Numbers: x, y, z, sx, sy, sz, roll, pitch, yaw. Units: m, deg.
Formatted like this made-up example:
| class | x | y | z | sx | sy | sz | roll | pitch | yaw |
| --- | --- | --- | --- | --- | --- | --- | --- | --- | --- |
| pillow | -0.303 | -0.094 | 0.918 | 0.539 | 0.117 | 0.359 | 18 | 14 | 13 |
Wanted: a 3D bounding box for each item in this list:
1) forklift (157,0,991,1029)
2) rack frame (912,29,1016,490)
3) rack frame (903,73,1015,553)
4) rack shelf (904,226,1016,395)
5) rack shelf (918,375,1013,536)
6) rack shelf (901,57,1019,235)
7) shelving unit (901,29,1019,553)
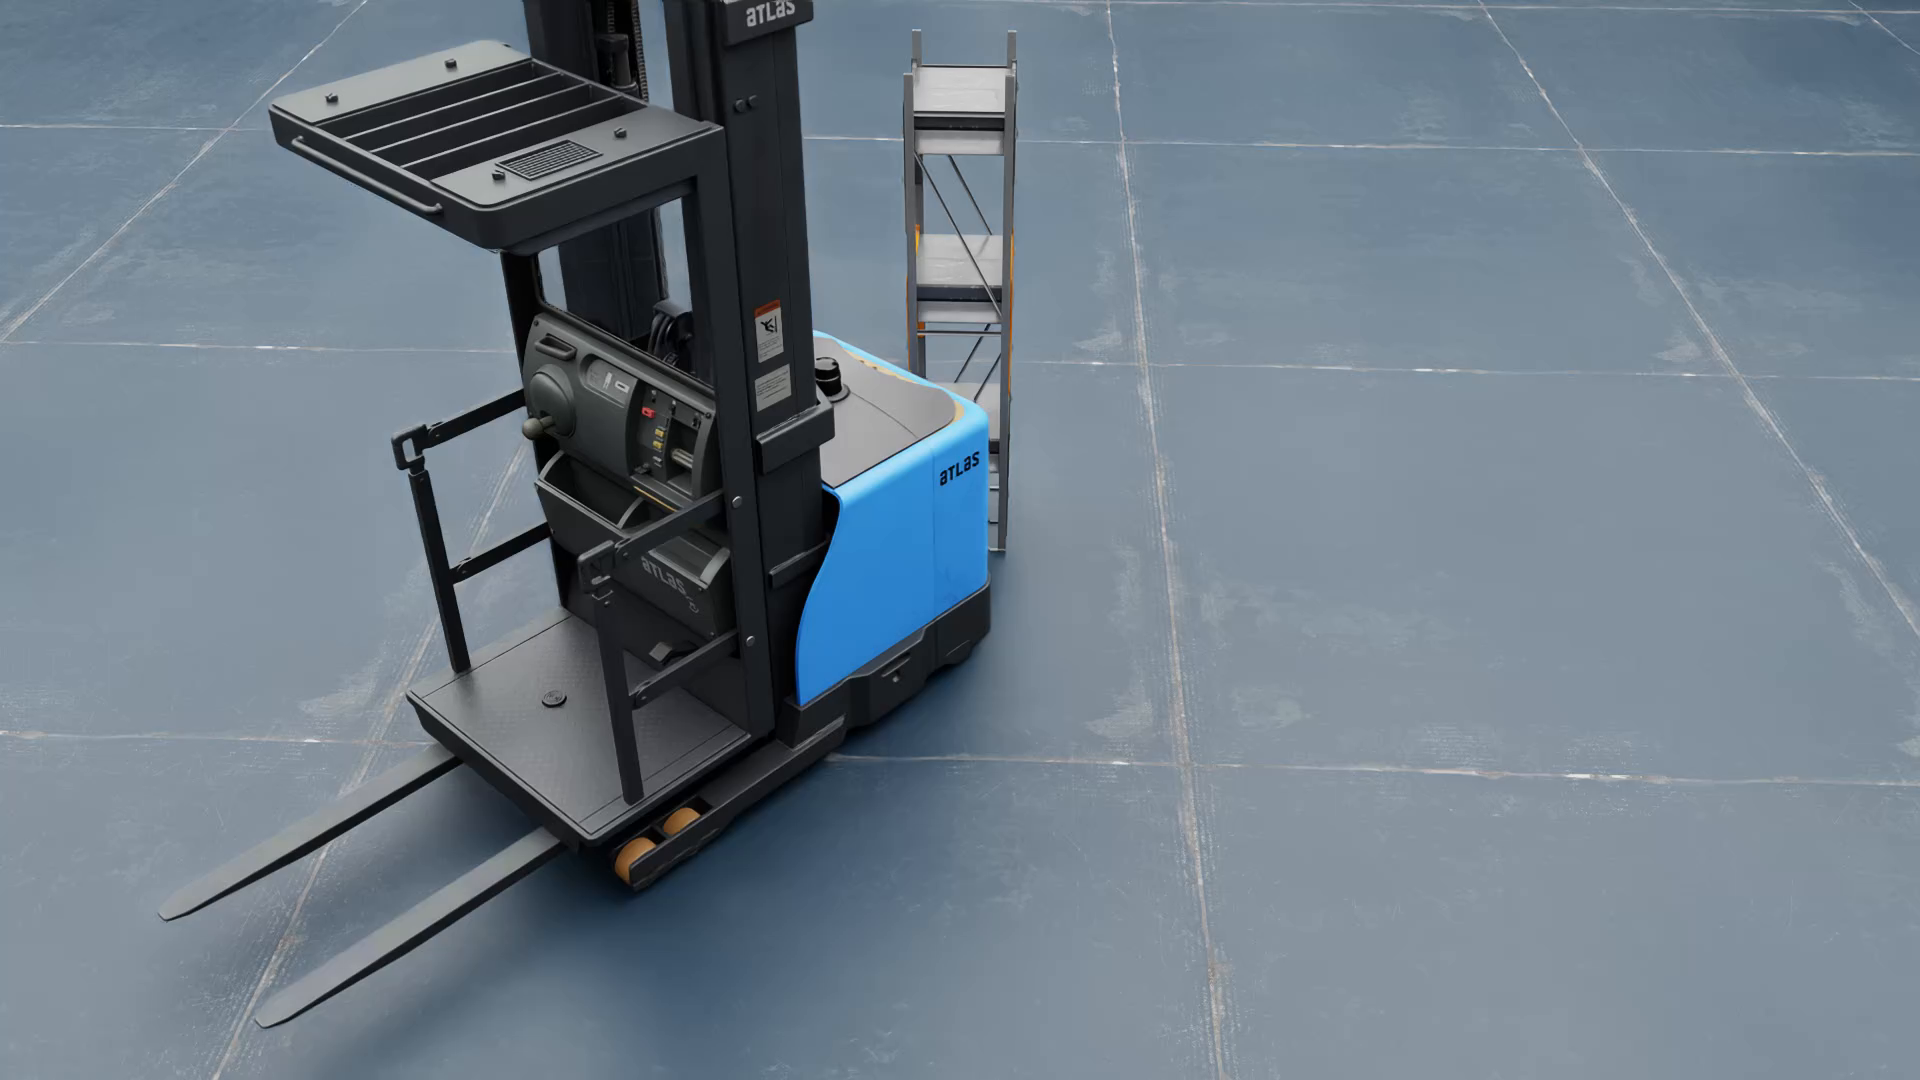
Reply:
| class | x | y | z | sx | sy | sz | roll | pitch | yaw |
| --- | --- | --- | --- | --- | --- | --- | --- | --- | --- |
| forklift | -1.247 | -0.364 | 5.219 | 1.130 | 2.935 | 3.031 | 28 | 44 | 34 |
| rack frame | 0.016 | -1.094 | 6.981 | 0.400 | 2.100 | 0.015 | 1 | 35 | 2 |
| rack frame | -0.003 | -0.814 | 6.582 | 0.400 | 2.100 | 0.015 | 1 | 35 | 2 |
| rack shelf | 0.007 | -0.943 | 6.789 | 0.431 | 0.518 | 0.480 | 1 | 35 | 2 |
| rack shelf | 0.007 | -0.370 | 7.192 | 0.431 | 0.518 | 0.480 | 1 | 35 | 2 |
| rack shelf | 0.007 | -1.516 | 6.387 | 0.431 | 0.518 | 0.480 | 1 | 35 | 2 |
| shelving unit | 0.007 | -0.954 | 6.782 | 0.431 | 2.100 | 0.503 | 1 | 35 | 2 |
